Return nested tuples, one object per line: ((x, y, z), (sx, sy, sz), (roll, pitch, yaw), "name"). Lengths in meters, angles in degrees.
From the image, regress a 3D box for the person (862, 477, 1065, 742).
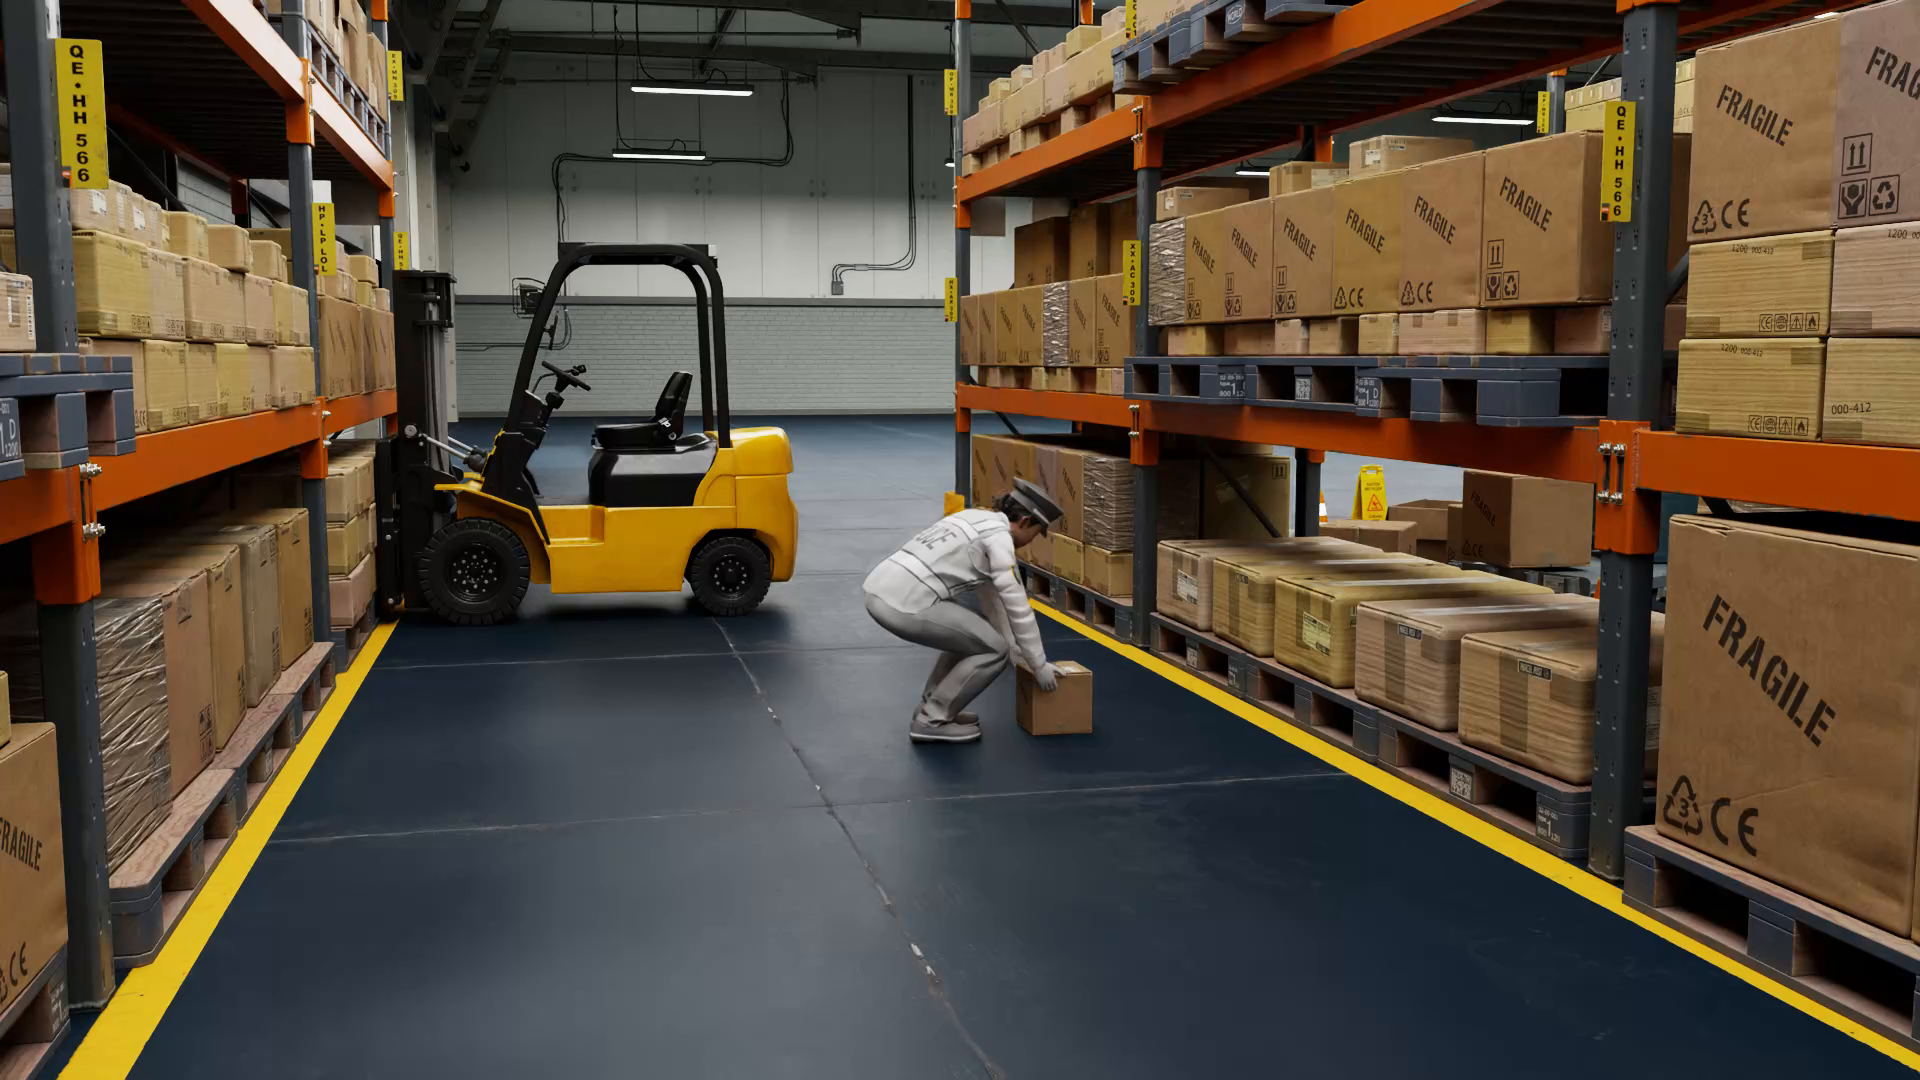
((0.023, 0.268, 6.683), (0.836, 1.028, 0.498), (-2, 6, -14), "person")
